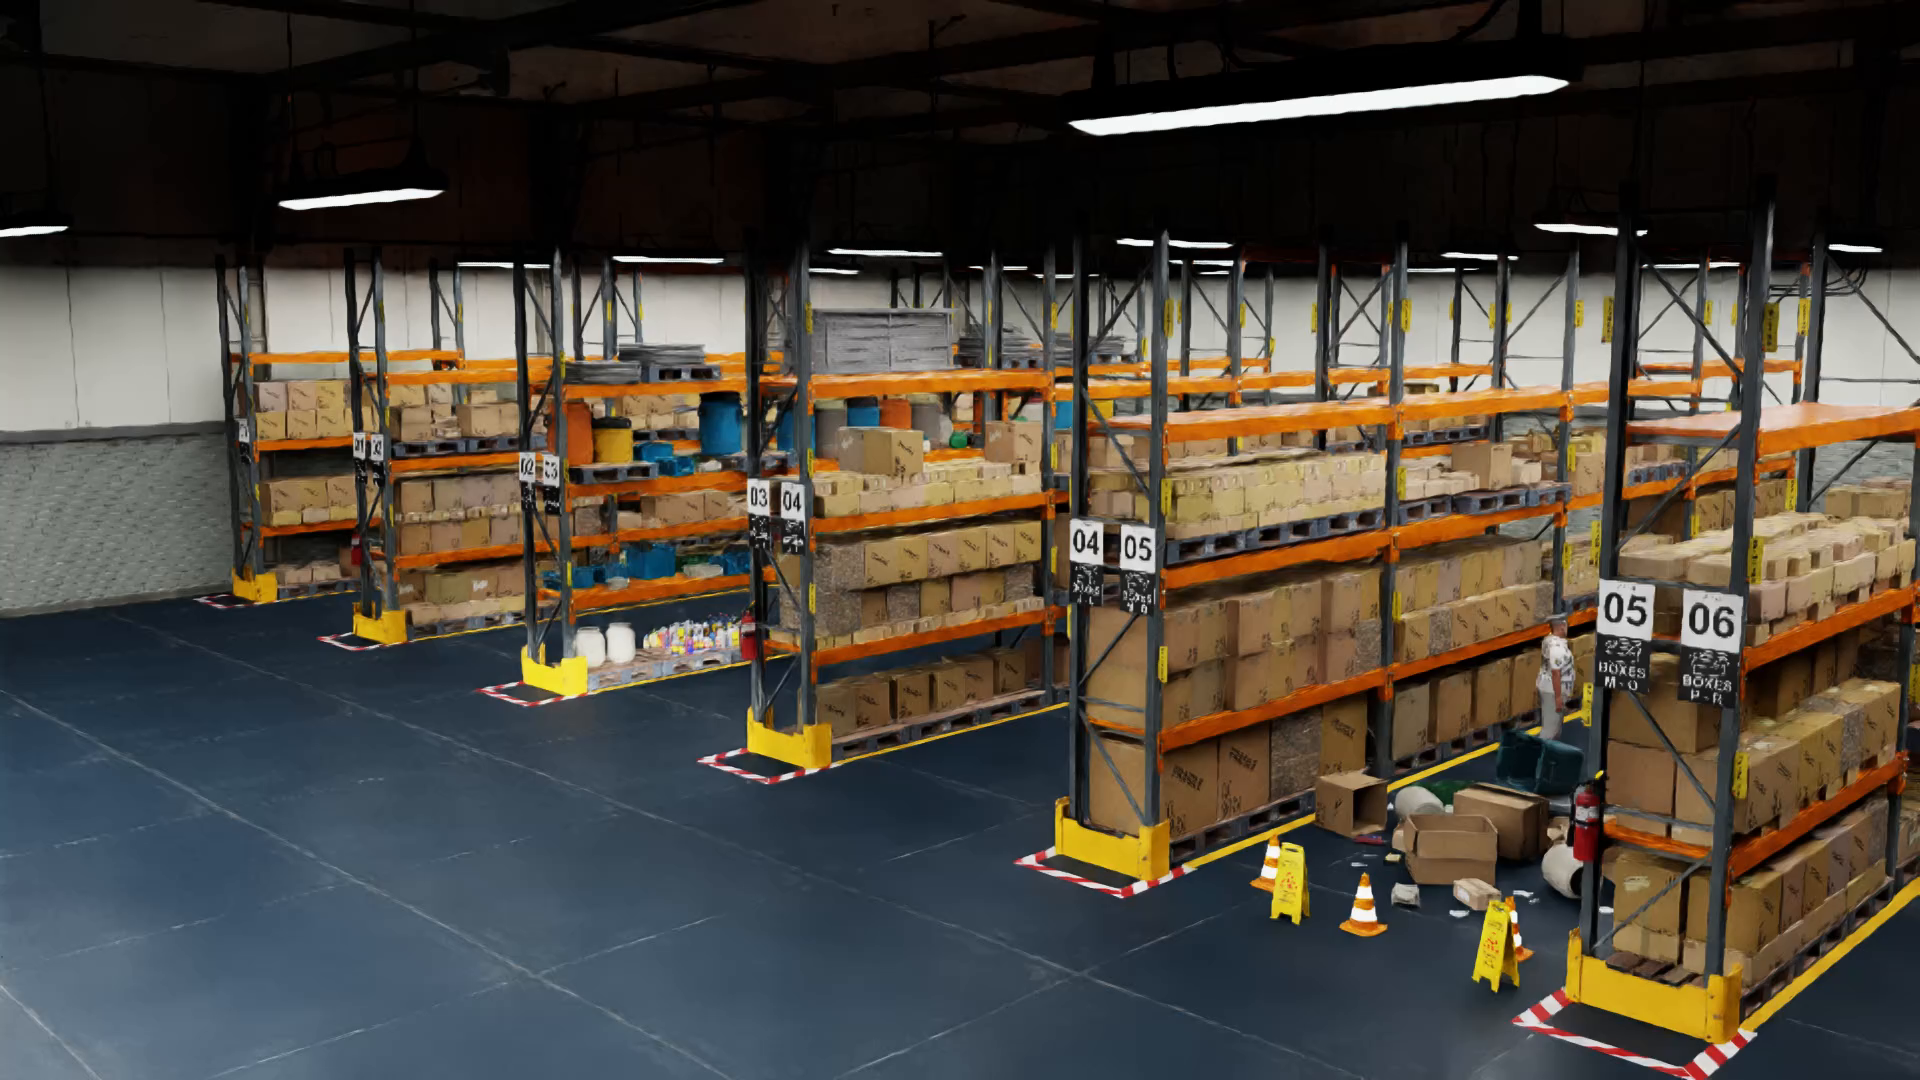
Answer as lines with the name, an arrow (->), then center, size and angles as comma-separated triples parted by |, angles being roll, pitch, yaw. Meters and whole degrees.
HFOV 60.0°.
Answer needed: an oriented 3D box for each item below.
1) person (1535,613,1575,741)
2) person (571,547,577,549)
person -> 6.632, 1.683, 18.445 | 0.475, 1.762, 0.595 | 2, 8, 14
person -> -7.389, -0.109, 31.141 | 0.528, 1.728, 1.032 | 6, 10, 36
